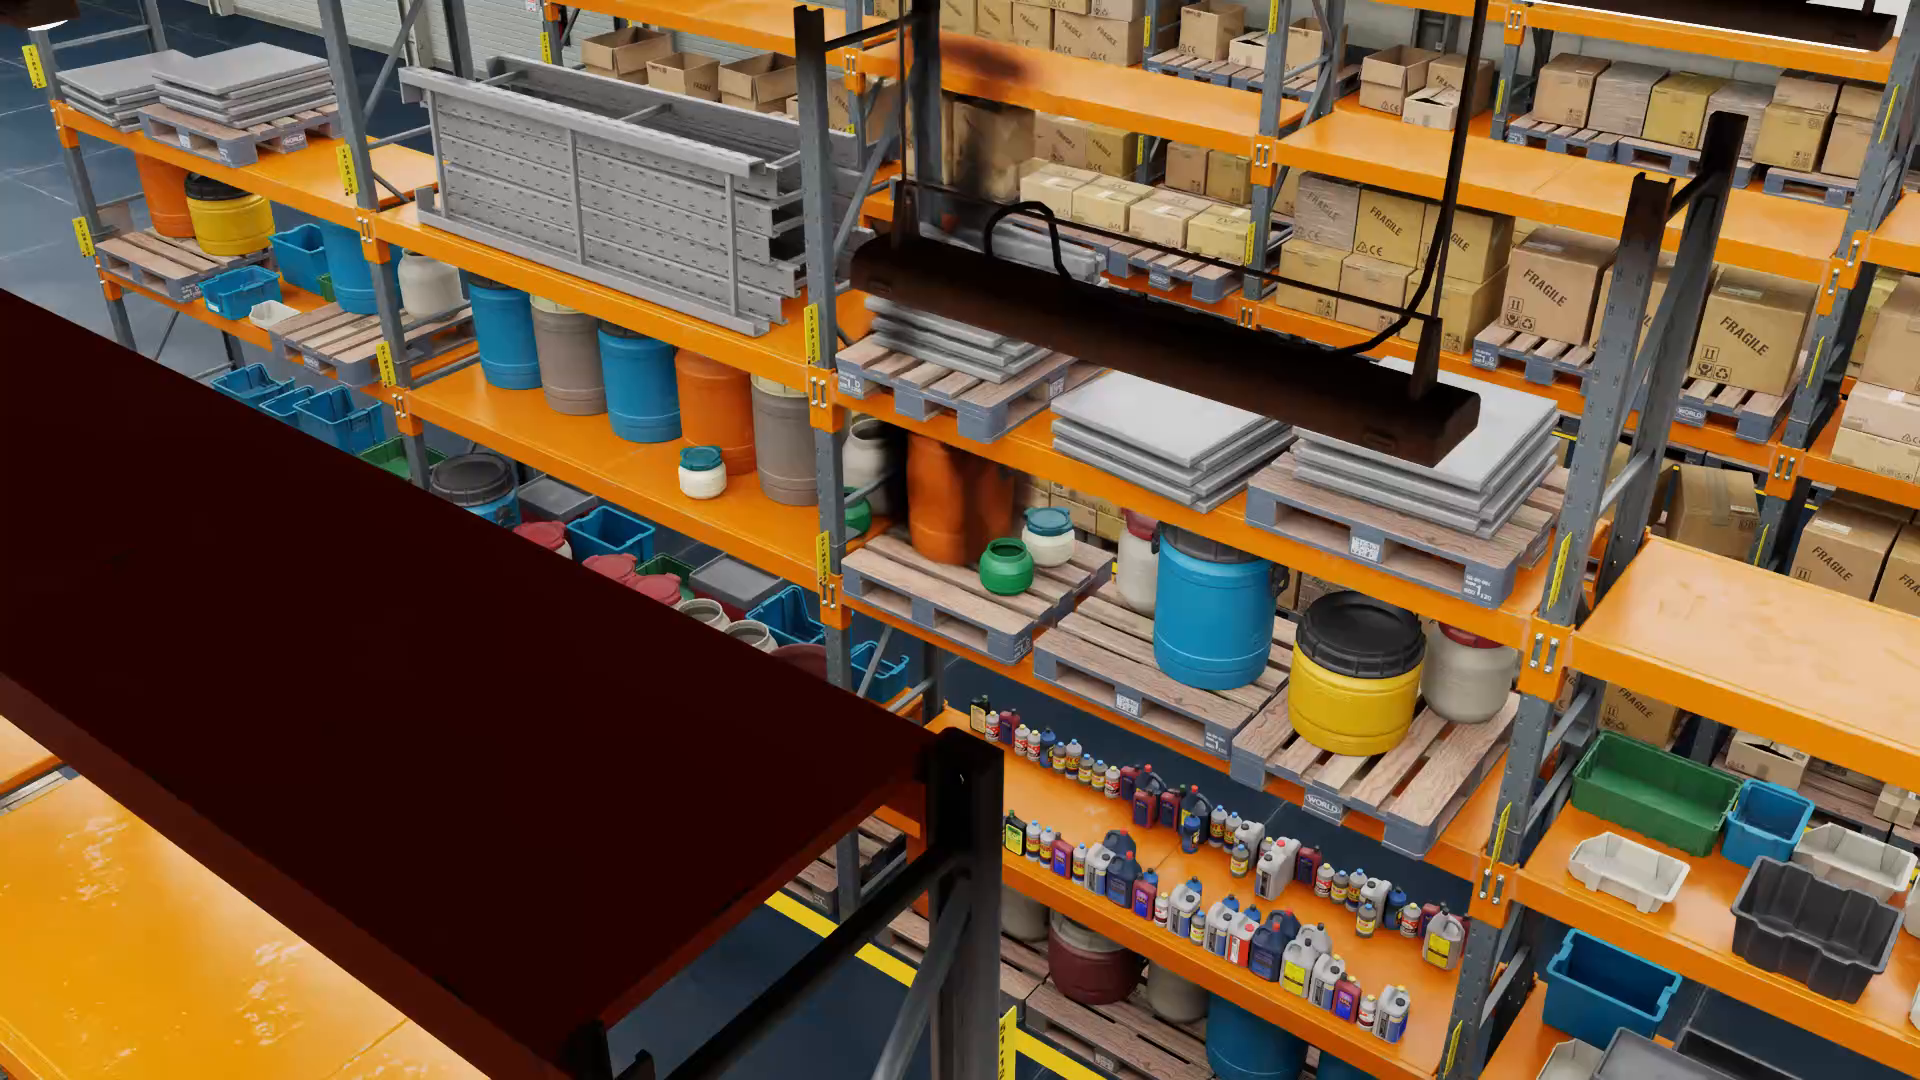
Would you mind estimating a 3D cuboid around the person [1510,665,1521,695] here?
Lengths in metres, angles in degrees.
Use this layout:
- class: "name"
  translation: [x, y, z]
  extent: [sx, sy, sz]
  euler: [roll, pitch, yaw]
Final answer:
- class: "person"
  translation: [3.521, 1.505, 10.900]
  extent: [0.527, 1.654, 0.607]
  euler: [17, 35, 25]
